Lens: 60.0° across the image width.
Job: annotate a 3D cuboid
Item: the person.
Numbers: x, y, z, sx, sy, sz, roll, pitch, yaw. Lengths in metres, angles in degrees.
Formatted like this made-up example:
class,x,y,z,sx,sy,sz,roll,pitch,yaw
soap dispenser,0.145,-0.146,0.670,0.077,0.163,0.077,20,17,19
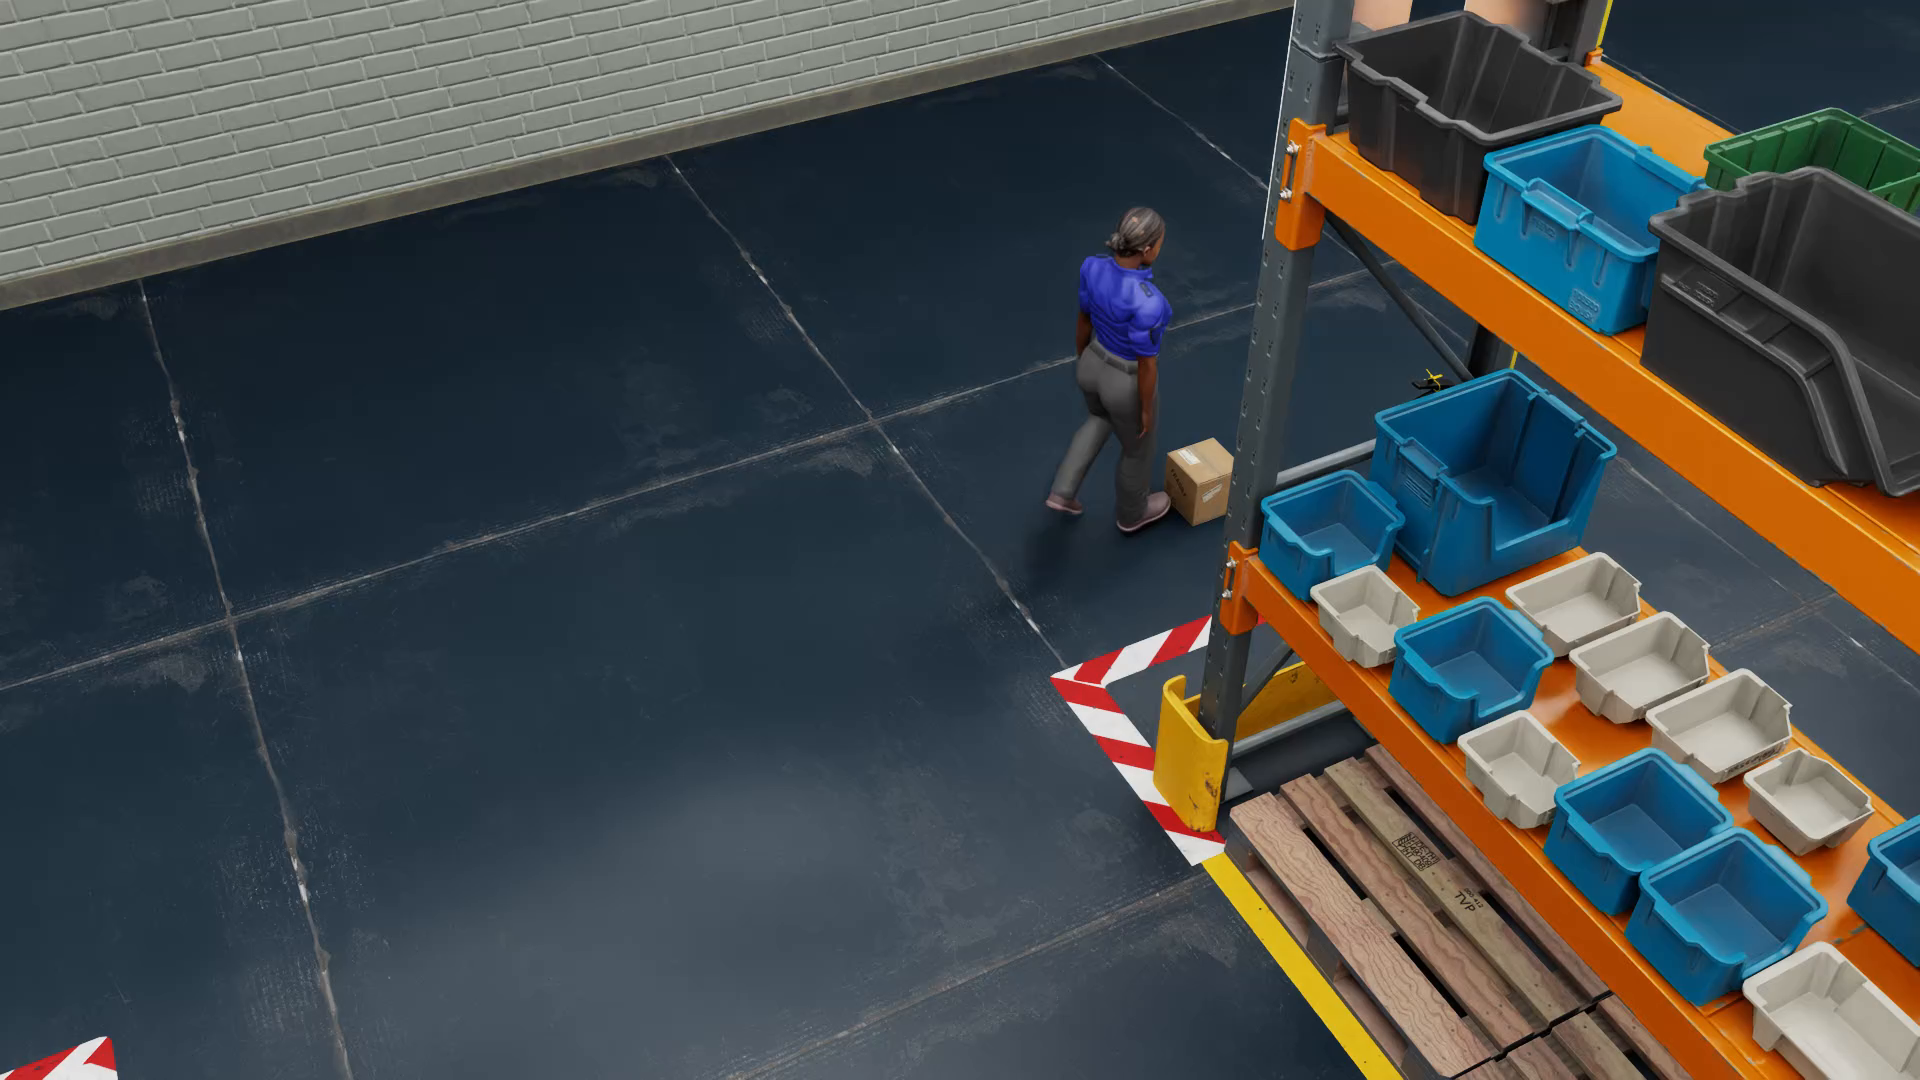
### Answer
class,x,y,z,sx,sy,sz,roll,pitch,yaw
person,0.694,-0.676,6.892,0.581,1.644,0.478,-29,49,-28
